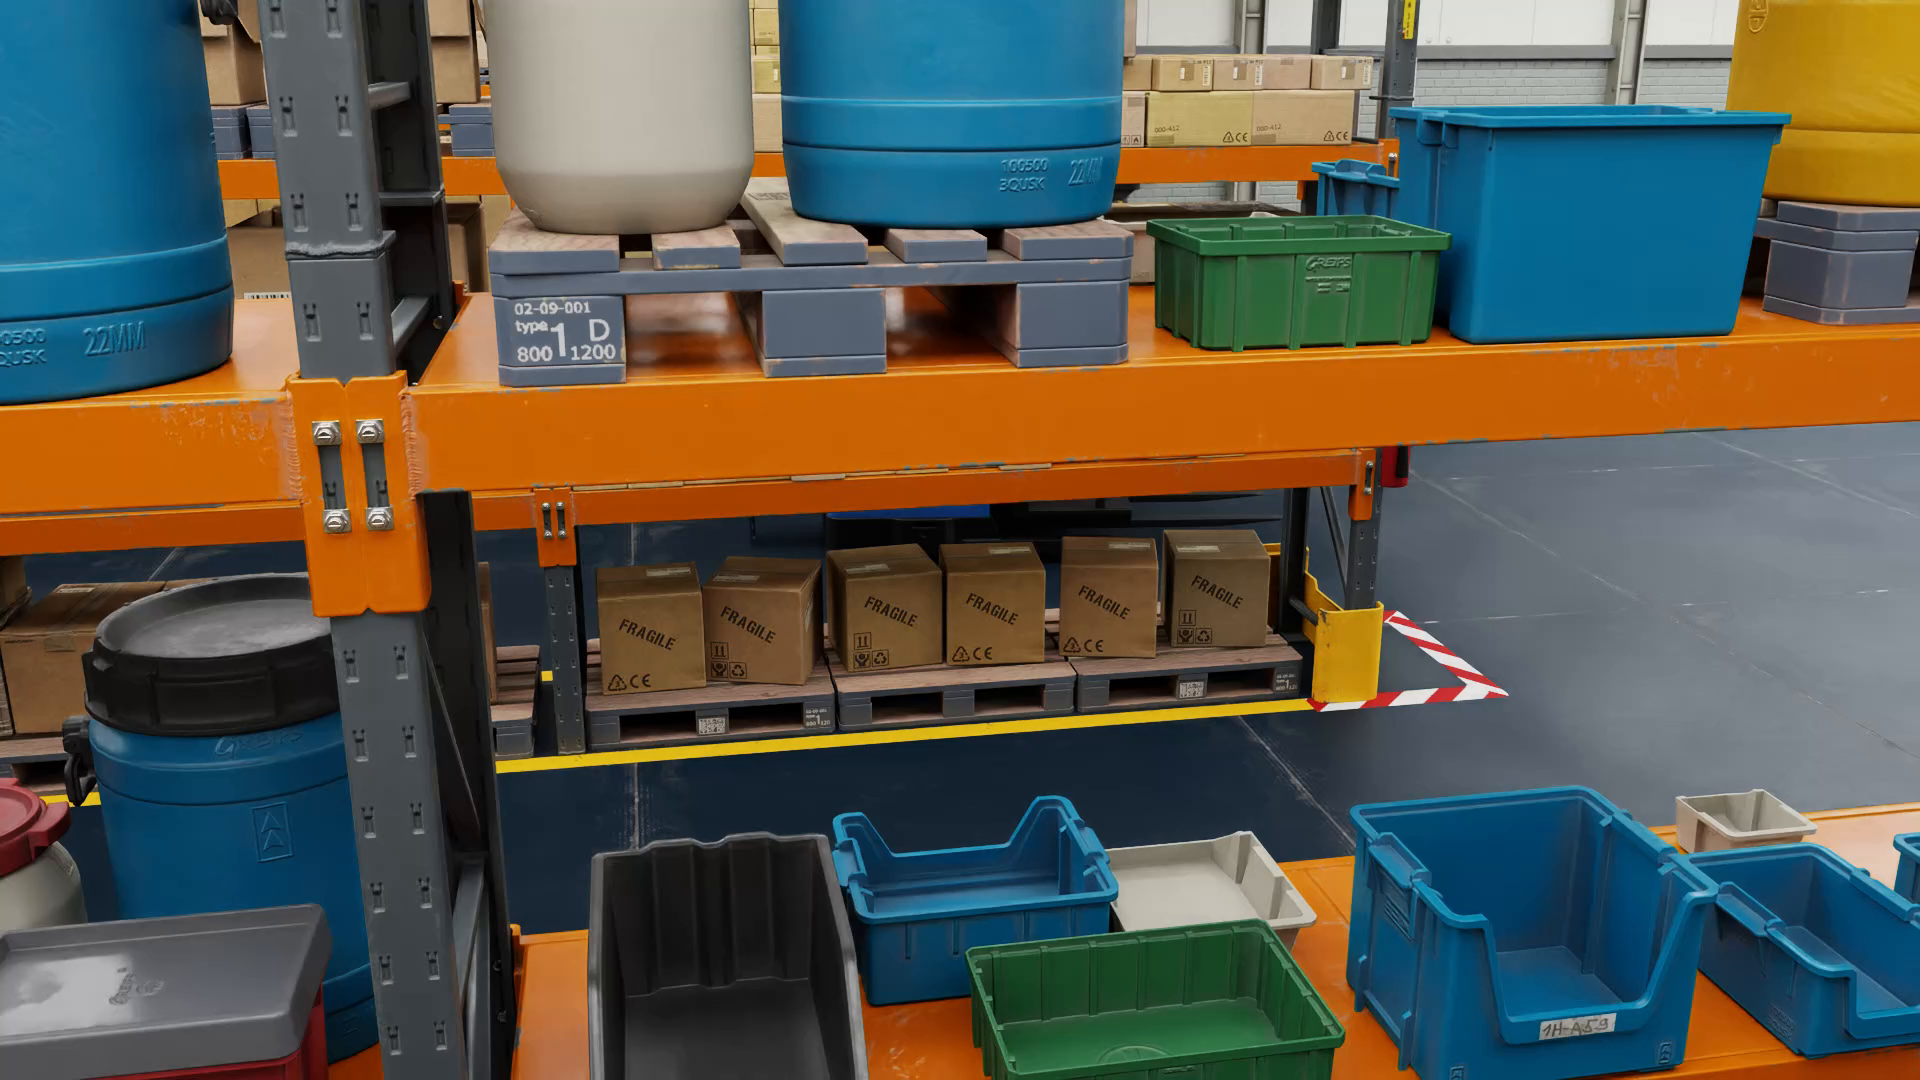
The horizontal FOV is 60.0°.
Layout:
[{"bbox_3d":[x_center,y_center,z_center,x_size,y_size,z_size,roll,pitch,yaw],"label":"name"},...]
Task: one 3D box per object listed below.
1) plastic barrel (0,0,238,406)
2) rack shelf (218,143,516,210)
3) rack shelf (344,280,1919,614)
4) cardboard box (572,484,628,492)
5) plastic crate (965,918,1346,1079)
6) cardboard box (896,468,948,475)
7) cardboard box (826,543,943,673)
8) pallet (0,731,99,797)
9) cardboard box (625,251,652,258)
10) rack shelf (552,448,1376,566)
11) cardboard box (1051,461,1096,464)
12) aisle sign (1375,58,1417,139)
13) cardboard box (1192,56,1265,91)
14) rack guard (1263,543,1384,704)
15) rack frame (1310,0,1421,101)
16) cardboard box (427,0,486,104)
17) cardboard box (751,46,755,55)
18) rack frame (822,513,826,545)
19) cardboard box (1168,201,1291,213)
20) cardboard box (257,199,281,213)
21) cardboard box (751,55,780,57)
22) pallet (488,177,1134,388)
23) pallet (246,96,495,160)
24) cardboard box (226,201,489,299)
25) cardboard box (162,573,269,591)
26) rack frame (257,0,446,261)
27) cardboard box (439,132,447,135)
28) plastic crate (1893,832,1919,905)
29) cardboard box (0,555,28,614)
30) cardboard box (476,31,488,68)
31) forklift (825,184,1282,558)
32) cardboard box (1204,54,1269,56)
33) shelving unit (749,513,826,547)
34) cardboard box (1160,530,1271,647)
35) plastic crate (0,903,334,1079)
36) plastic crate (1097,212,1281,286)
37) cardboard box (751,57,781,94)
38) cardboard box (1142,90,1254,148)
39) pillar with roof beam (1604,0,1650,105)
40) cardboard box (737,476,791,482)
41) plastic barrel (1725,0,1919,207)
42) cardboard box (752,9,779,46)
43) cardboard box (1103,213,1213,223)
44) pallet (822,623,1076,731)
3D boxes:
[{"bbox_3d":[-1.470,-0.702,2.525,0.708,0.901,0.600,-3,17,-10],"label":"plastic barrel"},{"bbox_3d":[-3.915,-1.526,7.287,4.000,0.370,1.077,-3,17,-10],"label":"rack shelf"},{"bbox_3d":[0.952,-0.321,3.363,4.000,0.370,1.077,-3,17,-10],"label":"rack shelf"},{"bbox_3d":[-1.683,-0.352,7.778,0.250,0.149,0.380,-3,17,-10],"label":"cardboard box"},{"bbox_3d":[0.374,0.988,3.348,0.662,0.188,0.450,-3,17,-10],"label":"plastic crate"},{"bbox_3d":[-0.213,-0.440,8.062,0.250,0.149,0.380,-3,17,-10],"label":"cardboard box"},{"bbox_3d":[-0.396,0.345,8.622,0.500,0.500,0.500,-5,18,-15],"label":"cardboard box"},{"bbox_3d":[-3.916,0.899,8.026,1.213,0.211,1.003,-3,17,-10],"label":"pallet"},{"bbox_3d":[-1.461,-1.167,7.622,0.500,0.500,0.500,-3,17,-10],"label":"cardboard box"},{"bbox_3d":[0.012,-0.315,8.452,4.000,0.370,1.077,-3,17,-10],"label":"rack shelf"},{"bbox_3d":[0.511,-0.500,8.259,0.250,0.149,0.380,-3,17,-10],"label":"cardboard box"},{"bbox_3d":[2.094,-1.930,8.057,0.004,0.787,0.394,-3,17,-10],"label":"aisle sign"},{"bbox_3d":[1.237,-2.190,7.800,0.250,0.149,0.380,-4,18,-13],"label":"cardboard box"},{"bbox_3d":[1.901,0.429,9.063,0.348,0.500,1.175,-3,17,-10],"label":"rack guard"},{"bbox_3d":[1.976,-3.638,7.829,0.127,3.000,1.000,-3,17,-10],"label":"rack frame"},{"bbox_3d":[-2.432,-2.233,7.474,0.637,0.503,0.797,-4,18,-13],"label":"cardboard box"},{"bbox_3d":[-1.626,-3.509,12.063,0.250,0.149,0.380,-4,17,-11],"label":"cardboard box"},{"bbox_3d":[-0.927,-0.576,11.108,0.015,1.200,0.240,-2,17,-2],"label":"rack frame"},{"bbox_3d":[1.384,-1.486,8.660,0.500,0.500,0.500,-3,17,-10],"label":"cardboard box"},{"bbox_3d":[-4.777,-2.394,12.124,0.500,0.500,0.700,-3,17,-11],"label":"cardboard box"},{"bbox_3d":[-0.911,-2.251,8.001,0.250,0.149,0.380,-4,17,-12],"label":"cardboard box"},{"bbox_3d":[-0.322,-0.531,3.145,1.003,0.211,1.213,-3,17,-10],"label":"pallet"},{"bbox_3d":[-2.578,-1.887,7.559,1.003,0.211,1.213,-3,17,-10],"label":"pallet"},{"bbox_3d":[-2.758,-1.031,7.822,1.000,1.000,1.000,-3,17,-10],"label":"cardboard box"},{"bbox_3d":[-3.580,0.518,8.025,0.500,0.500,0.700,-5,18,-15],"label":"cardboard box"},{"bbox_3d":[-1.012,-1.987,2.455,0.127,3.000,1.000,-3,17,-10],"label":"rack frame"},{"bbox_3d":[-5.407,-4.090,17.023,0.250,0.149,0.380,-2,17,-7],"label":"cardboard box"},{"bbox_3d":[2.481,0.843,3.711,0.616,0.251,0.499,-3,17,-10],"label":"plastic crate"},{"bbox_3d":[-4.708,0.223,7.706,0.500,0.250,0.500,-1,17,-4],"label":"cardboard box"},{"bbox_3d":[-3.456,-3.508,11.885,0.500,0.250,0.500,-3,17,-10],"label":"cardboard box"},{"bbox_3d":[0.622,-1.409,10.907,3.031,2.935,1.130,-1,17,-2],"label":"forklift"},{"bbox_3d":[1.389,-2.387,8.443,0.250,0.149,0.380,-3,17,-9],"label":"cardboard box"},{"bbox_3d":[-1.171,-0.568,11.099,0.503,1.200,0.258,-2,17,-2],"label":"shelving unit"},{"bbox_3d":[1.360,0.254,8.917,0.500,0.500,0.500,0,17,0],"label":"cardboard box"},{"bbox_3d":[-1.429,0.965,2.951,0.583,0.464,0.402,-3,17,-10],"label":"plastic crate"},{"bbox_3d":[0.487,-0.633,3.604,0.396,0.136,0.243,-3,17,-10],"label":"plastic crate"},{"bbox_3d":[-0.822,-2.099,7.503,0.250,0.149,0.380,-3,17,-9],"label":"cardboard box"},{"bbox_3d":[1.061,-2.003,7.872,0.500,0.250,0.500,-3,17,-10],"label":"cardboard box"},{"bbox_3d":[10.895,-7.574,20.643,0.400,9.000,9.100,-3,17,-10],"label":"pillar with roof beam"},{"bbox_3d":[-0.952,-0.401,7.936,0.250,0.149,0.380,-3,17,-10],"label":"cardboard box"},{"bbox_3d":[1.820,-0.967,3.205,0.600,0.588,0.600,0,17,0],"label":"plastic barrel"},{"bbox_3d":[-1.270,-3.739,12.130,0.500,0.250,0.500,-3,17,-11],"label":"cardboard box"},{"bbox_3d":[0.993,-1.306,8.077,0.500,0.500,0.500,-3,17,-10],"label":"cardboard box"},{"bbox_3d":[-0.098,0.669,8.773,1.213,0.211,1.003,-3,17,-10],"label":"pallet"}]
